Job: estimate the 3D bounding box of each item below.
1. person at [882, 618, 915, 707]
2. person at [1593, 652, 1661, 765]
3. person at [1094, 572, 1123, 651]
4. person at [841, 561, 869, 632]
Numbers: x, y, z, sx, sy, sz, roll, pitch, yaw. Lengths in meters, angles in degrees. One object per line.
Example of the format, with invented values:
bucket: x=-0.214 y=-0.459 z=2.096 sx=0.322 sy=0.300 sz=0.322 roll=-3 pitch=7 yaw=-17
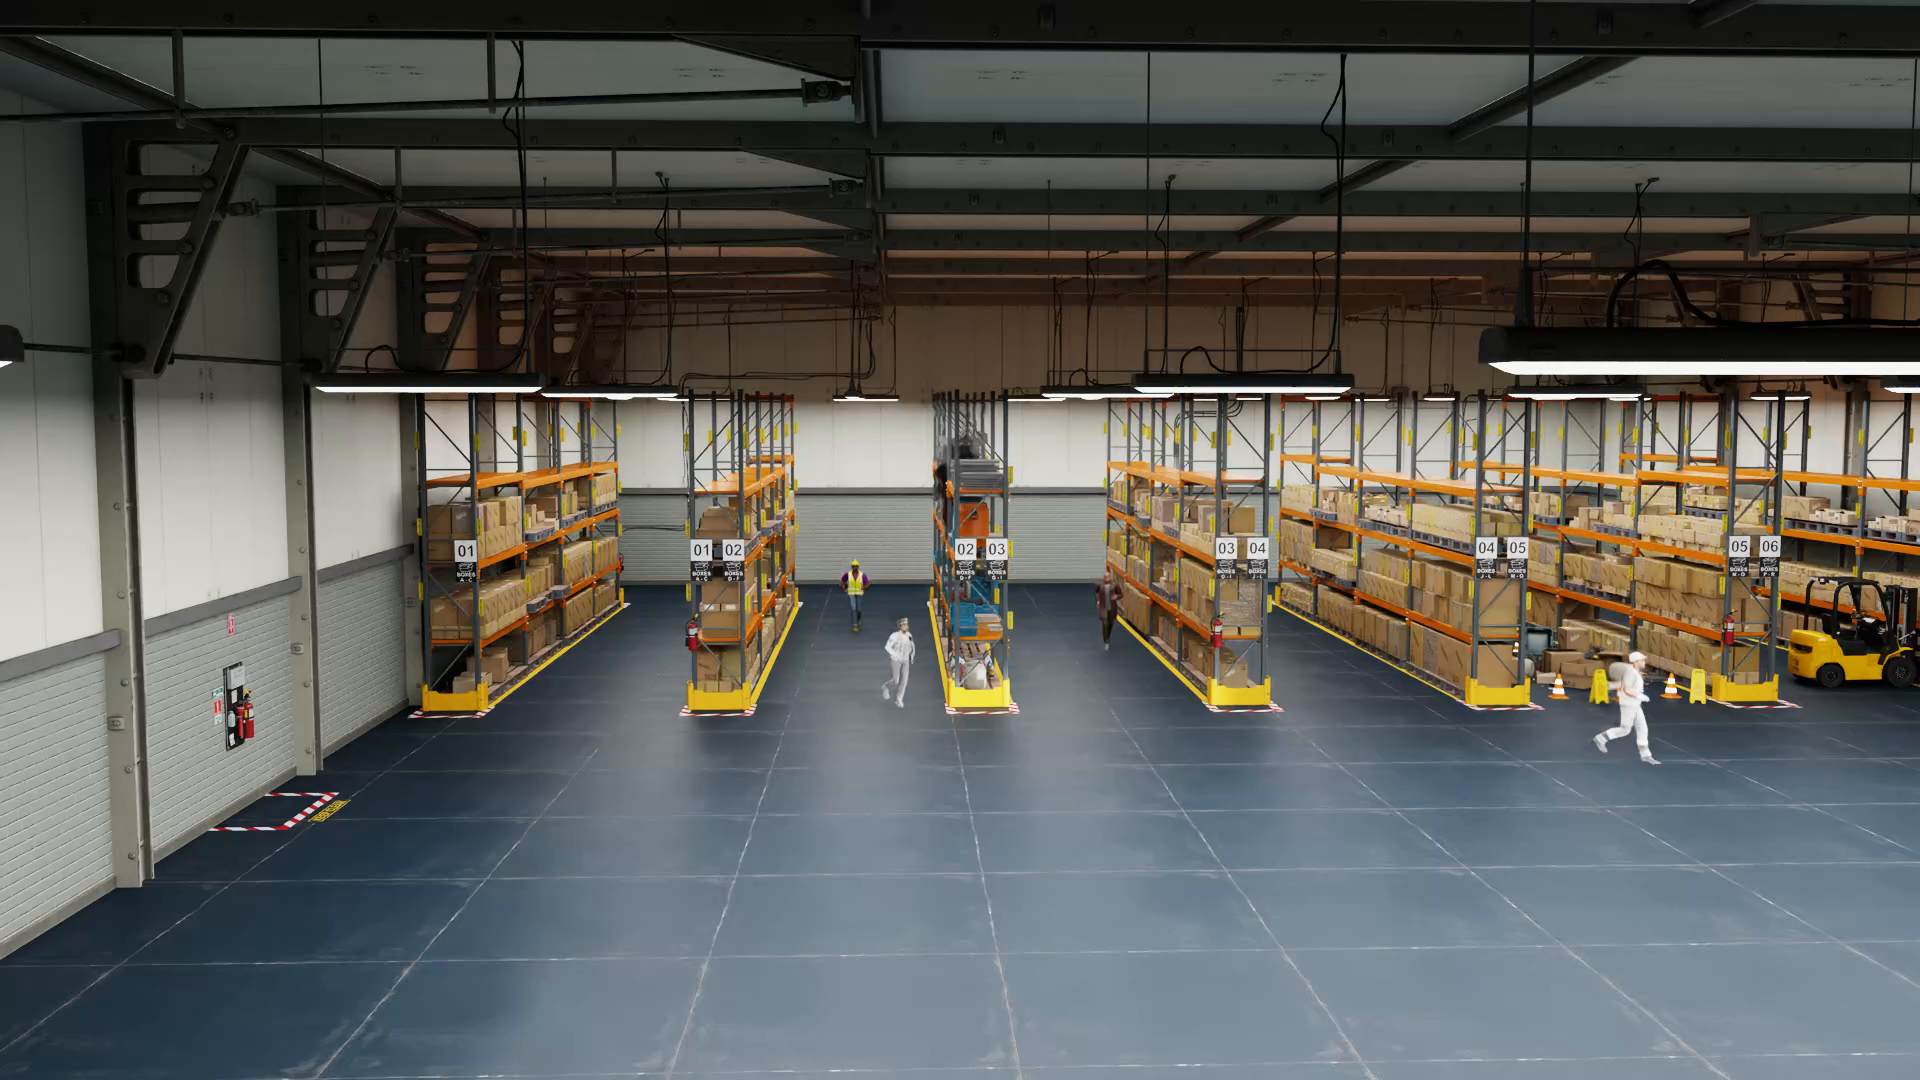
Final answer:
person: x=-1.134 y=2.321 z=31.801 sx=0.665 sy=1.693 sz=0.705 roll=-3 pitch=5 yaw=-32
person: x=10.692 y=2.664 z=26.597 sx=1.030 sy=1.775 sz=0.685 roll=3 pitch=5 yaw=32
person: x=3.491 y=1.649 z=39.047 sx=0.686 sy=1.803 sz=0.898 roll=0 pitch=5 yaw=1
person: x=-2.658 y=1.405 z=42.169 sx=0.701 sy=1.768 sz=0.827 roll=-1 pitch=5 yaw=-7
